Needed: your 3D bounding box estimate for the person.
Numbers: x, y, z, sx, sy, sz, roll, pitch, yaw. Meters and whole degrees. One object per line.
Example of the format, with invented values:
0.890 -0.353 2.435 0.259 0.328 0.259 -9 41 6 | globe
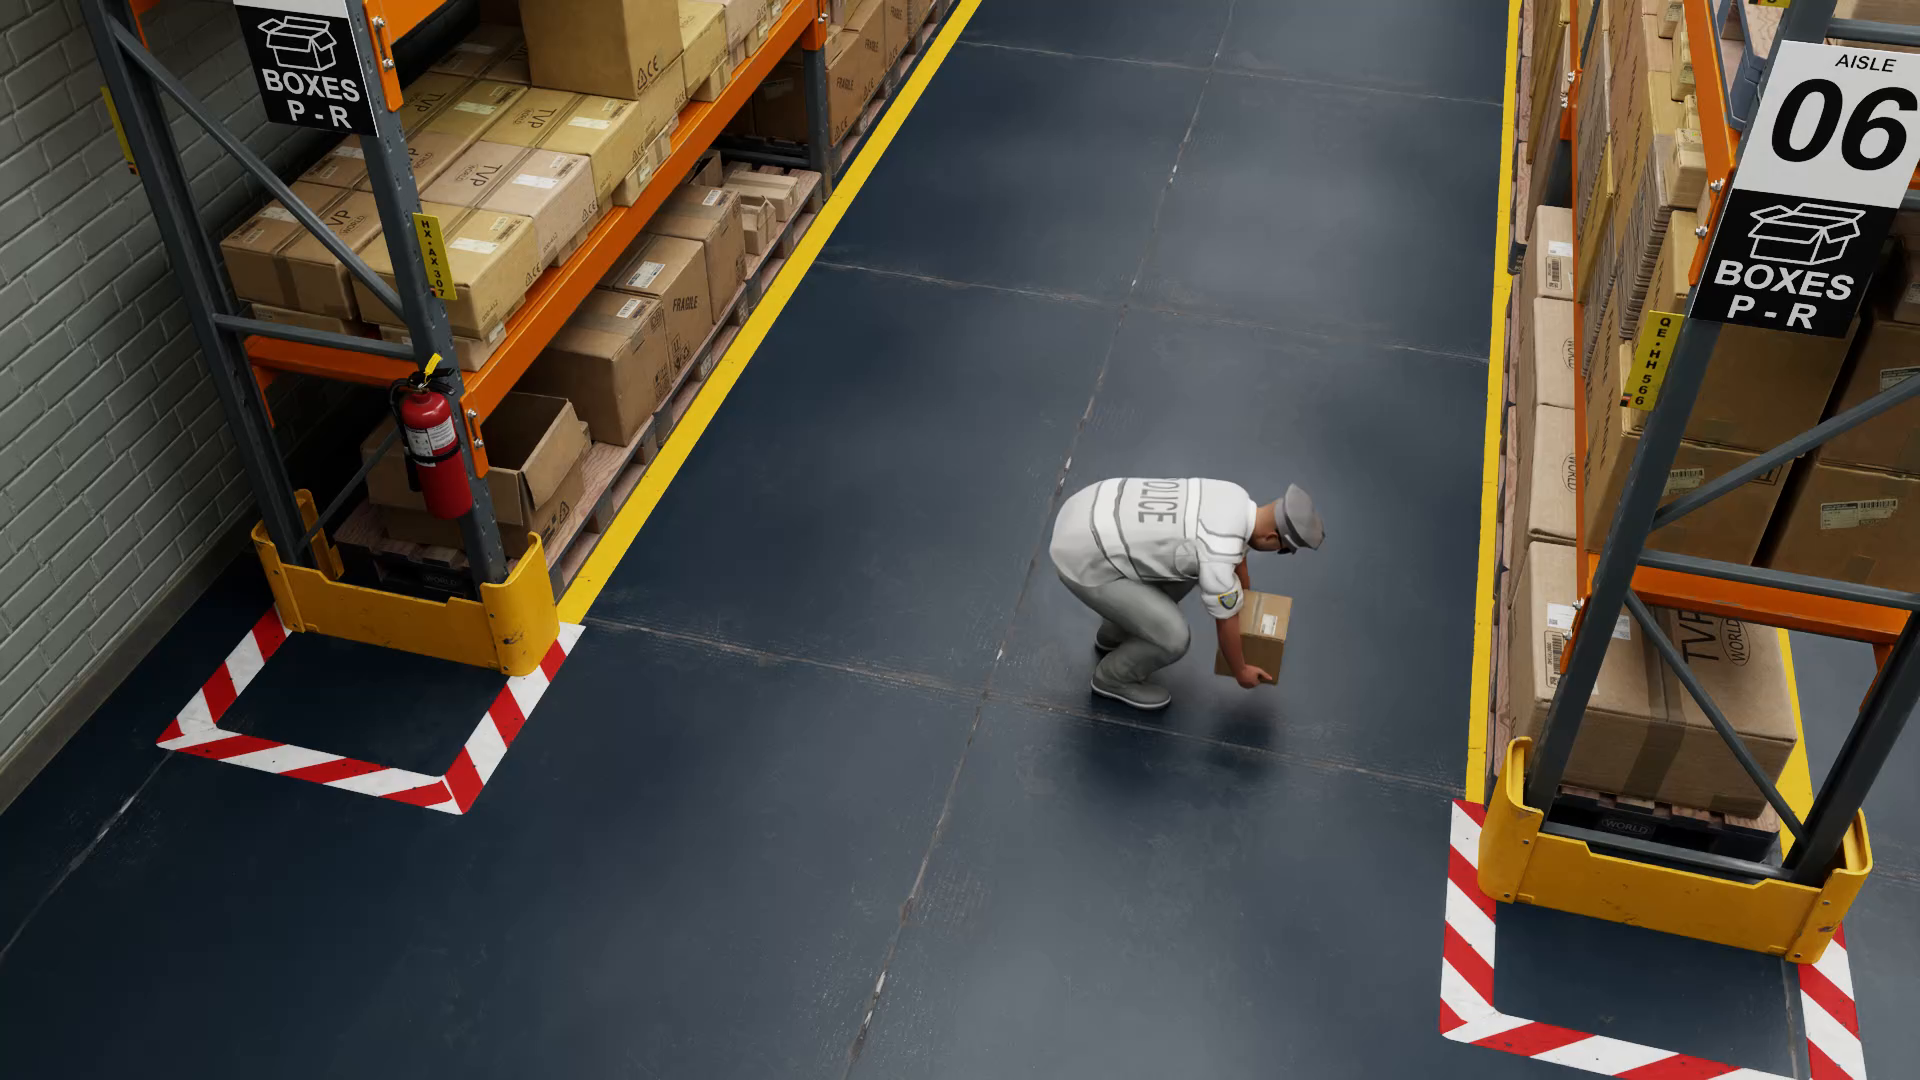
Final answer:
0.861 0.179 6.500 1.023 1.030 0.536 8 41 9 | person
